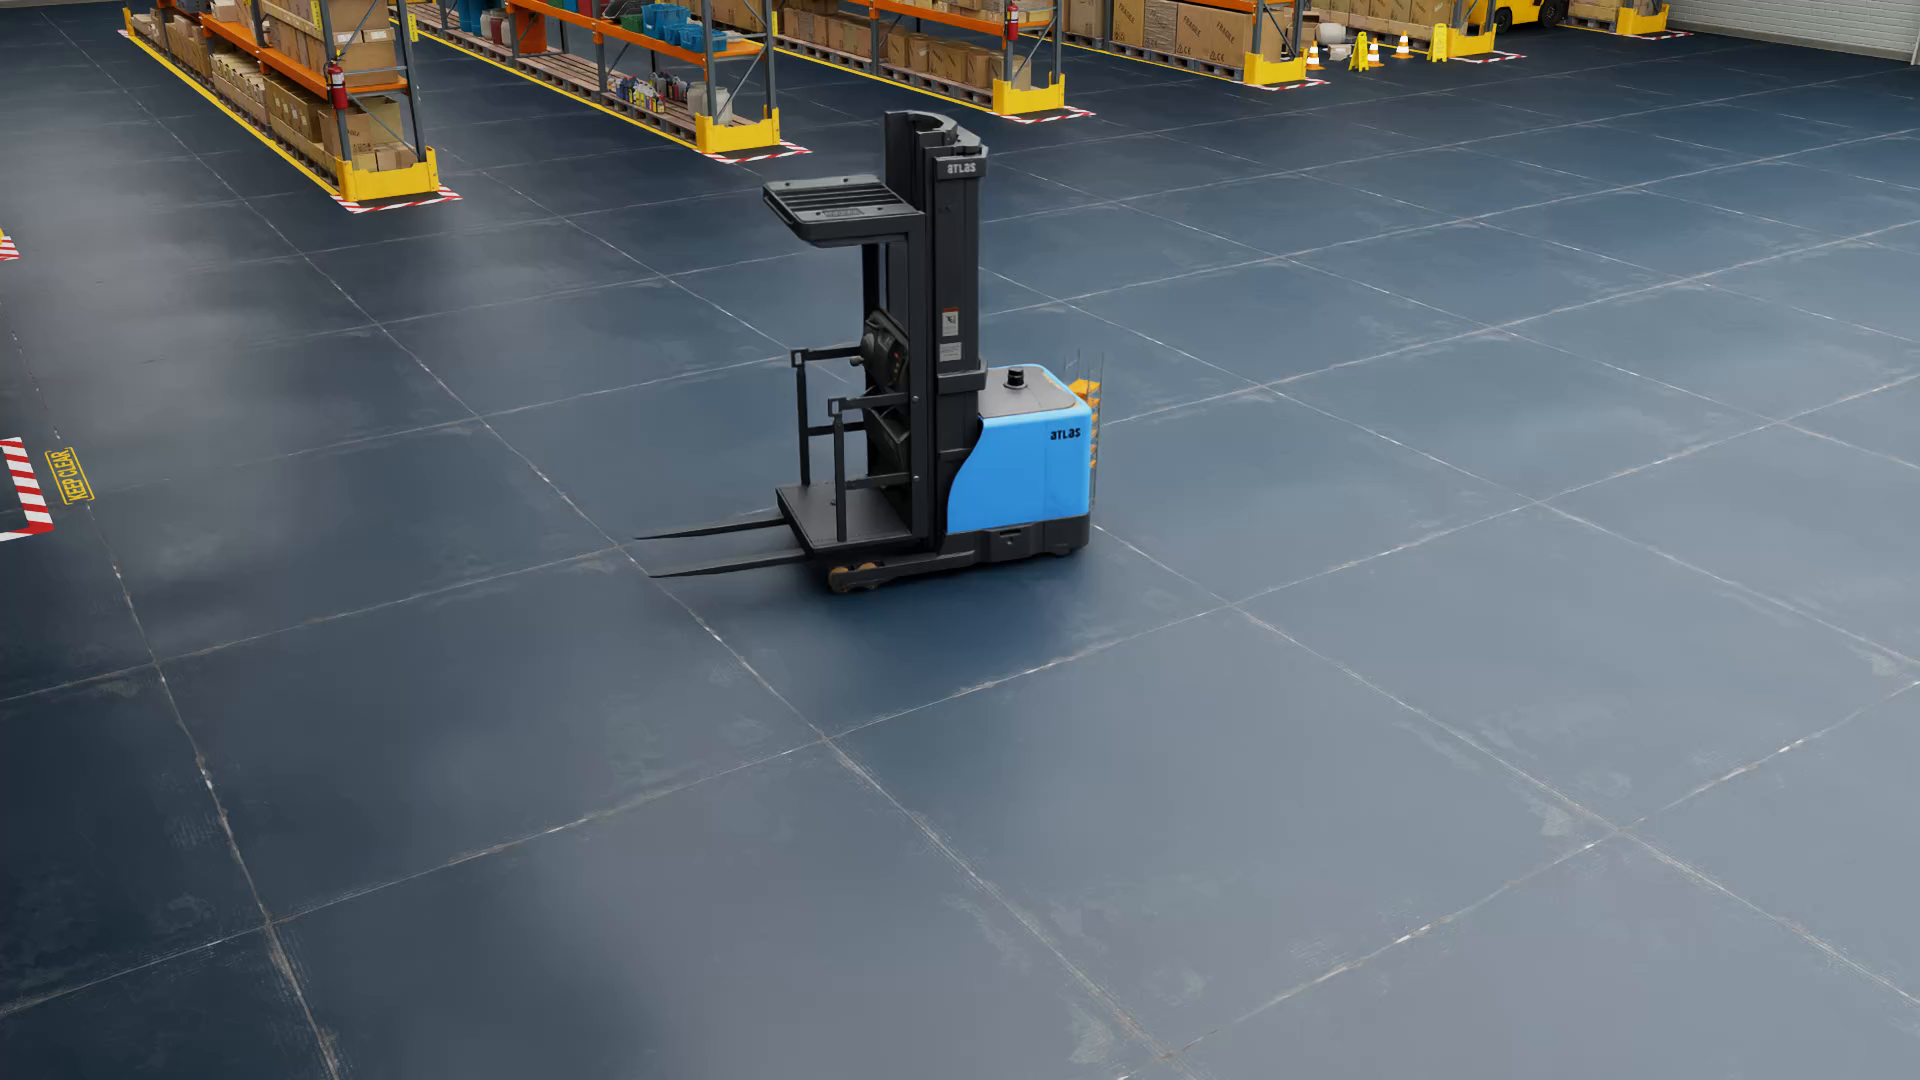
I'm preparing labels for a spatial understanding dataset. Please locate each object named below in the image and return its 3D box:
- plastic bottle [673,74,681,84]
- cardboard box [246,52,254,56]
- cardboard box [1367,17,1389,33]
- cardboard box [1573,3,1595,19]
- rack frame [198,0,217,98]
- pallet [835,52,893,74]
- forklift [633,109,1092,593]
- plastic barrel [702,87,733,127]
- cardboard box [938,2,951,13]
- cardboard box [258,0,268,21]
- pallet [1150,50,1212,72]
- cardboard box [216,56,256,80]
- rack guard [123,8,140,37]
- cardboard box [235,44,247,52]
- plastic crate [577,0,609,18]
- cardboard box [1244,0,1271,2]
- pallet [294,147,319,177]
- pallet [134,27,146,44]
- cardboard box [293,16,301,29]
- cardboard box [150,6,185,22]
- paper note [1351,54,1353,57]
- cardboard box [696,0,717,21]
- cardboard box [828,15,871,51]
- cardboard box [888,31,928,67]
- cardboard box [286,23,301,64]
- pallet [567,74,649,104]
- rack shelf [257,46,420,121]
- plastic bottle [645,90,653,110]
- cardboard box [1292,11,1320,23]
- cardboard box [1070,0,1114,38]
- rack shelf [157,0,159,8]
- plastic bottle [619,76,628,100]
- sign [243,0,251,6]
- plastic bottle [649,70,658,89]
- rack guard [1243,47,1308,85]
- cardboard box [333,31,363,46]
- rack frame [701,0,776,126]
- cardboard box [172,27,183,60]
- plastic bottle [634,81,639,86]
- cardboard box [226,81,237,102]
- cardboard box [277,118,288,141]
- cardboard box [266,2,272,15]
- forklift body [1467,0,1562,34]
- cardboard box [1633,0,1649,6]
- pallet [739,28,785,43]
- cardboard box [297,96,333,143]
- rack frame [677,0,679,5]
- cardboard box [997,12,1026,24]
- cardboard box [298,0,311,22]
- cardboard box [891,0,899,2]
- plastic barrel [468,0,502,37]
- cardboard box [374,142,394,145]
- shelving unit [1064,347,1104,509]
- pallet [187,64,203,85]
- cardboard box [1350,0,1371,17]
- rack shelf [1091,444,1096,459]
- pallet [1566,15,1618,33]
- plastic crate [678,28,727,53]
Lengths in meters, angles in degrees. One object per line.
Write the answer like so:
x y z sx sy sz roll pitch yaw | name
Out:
-4.347 -6.972 25.556 0.144 0.351 0.185 -16 29 -30 | plastic bottle
-11.065 -7.667 26.511 0.500 0.311 0.500 -15 29 -28 | cardboard box
8.182 -9.898 31.894 0.500 0.250 0.500 -17 30 -31 | cardboard box
12.787 -10.731 33.659 0.500 0.250 0.500 -16 29 -30 | cardboard box
-11.557 -8.596 26.409 1.000 3.000 0.127 -16 29 -30 | rack frame
-1.498 -8.490 29.450 1.003 0.211 1.213 -16 29 -30 | pallet
-0.677 -1.230 10.885 3.031 2.935 1.130 -8 26 -17 | forklift
-3.461 -6.171 23.692 0.421 0.512 0.421 0 25 0 | plastic barrel
-0.123 -8.495 26.487 0.380 0.149 0.250 -16 29 -30 | cardboard box
-10.067 -7.678 24.346 0.500 0.500 0.500 -13 28 -26 | cardboard box
4.159 -8.605 29.693 1.003 0.211 1.213 -16 29 -30 | pallet
-11.223 -7.355 25.851 0.500 0.311 0.500 -16 30 -31 | cardboard box
-15.883 -10.300 32.946 1.175 0.500 0.348 -16 29 -30 | rack guard
-11.566 -7.894 27.334 0.500 0.500 0.500 -14 29 -27 | cardboard box
-5.742 -8.450 26.023 0.402 0.464 0.583 -16 29 -30 | plastic crate
5.083 -9.352 27.833 0.875 0.550 0.550 -16 29 -30 | cardboard box
-8.304 -5.174 22.425 1.003 0.211 1.213 -16 29 -30 | pallet
-15.447 -9.885 32.404 1.003 0.211 1.213 -16 29 -30 | pallet
-8.407 -6.720 21.557 0.380 0.149 0.250 -16 30 -30 | cardboard box
-14.771 -9.768 31.299 0.797 0.503 0.637 -16 29 -30 | cardboard box
7.232 -8.883 30.494 0.142 0.019 0.148 18 31 33 | paper note
-4.584 -11.020 33.539 1.225 0.875 0.875 -17 30 -31 | cardboard box
-1.939 -9.141 29.975 0.700 0.500 0.500 -18 31 -34 | cardboard box
-0.887 -8.380 28.387 0.500 0.500 0.500 -17 30 -31 | cardboard box
-8.562 -6.686 22.245 0.700 0.500 0.500 -15 29 -29 | cardboard box
-5.682 -7.330 26.991 1.003 0.211 1.213 -16 29 -30 | pallet
-8.282 -6.125 22.016 1.077 0.370 4.000 -16 29 -30 | rack shelf
-4.598 -6.556 24.762 0.152 0.276 0.135 -16 30 -31 | plastic bottle
6.677 -9.953 32.207 0.500 0.500 0.500 3 25 6 | cardboard box
2.725 -9.966 31.454 1.050 0.750 0.750 -16 29 -30 | cardboard box
-14.832 -10.417 31.108 1.077 0.370 4.000 -16 29 -30 | rack shelf
-5.128 -6.934 25.475 0.144 0.351 0.185 -15 29 -28 | plastic bottle
-9.823 -7.524 22.872 0.100 0.325 0.005 -16 29 -30 | sign
-4.749 -7.123 25.875 0.144 0.351 0.185 -16 29 -30 | plastic bottle
5.336 -8.023 28.122 1.175 0.500 0.348 -16 29 -30 | rack guard
-7.558 -6.166 20.383 0.380 0.149 0.250 -16 30 -30 | cardboard box
-3.038 -6.888 22.790 1.000 3.000 0.127 -16 29 -30 | rack frame
-13.380 -8.678 28.994 0.500 0.500 0.500 -15 29 -29 | cardboard box
-4.948 -6.875 25.442 0.097 0.271 0.097 0 25 0 | plastic bottle
-10.953 -6.923 25.593 0.500 0.250 0.500 -16 30 -31 | cardboard box
-9.106 -5.696 22.993 0.500 0.250 0.500 -16 29 -30 | cardboard box
-9.252 -7.273 22.729 0.380 0.149 0.250 -15 29 -29 | cardboard box
11.008 -11.379 33.297 2.313 2.155 1.214 -16 29 -30 | forklift body
13.489 -10.899 33.429 0.500 0.250 0.500 -15 29 -29 | cardboard box
-3.622 -9.942 32.526 1.003 0.211 1.213 -16 29 -30 | pallet
-8.290 -5.497 21.694 0.500 0.500 0.500 -16 29 -30 | cardboard box
-5.439 -12.334 34.327 1.000 3.000 0.127 -16 29 -30 | rack frame
0.784 -7.983 25.402 0.380 0.149 0.250 -16 29 -30 | cardboard box
-8.030 -6.923 21.226 0.700 0.500 0.500 -15 29 -29 | cardboard box
-0.921 -9.037 27.636 0.380 0.149 0.250 -16 29 -30 | cardboard box
-8.919 -9.969 31.283 0.600 0.901 0.708 -16 29 -30 | plastic barrel
-7.572 -5.103 21.738 0.500 0.250 0.500 -16 29 -30 | cardboard box
0.862 -0.764 11.918 0.189 1.200 0.258 15 29 26 | shelving unit
-12.595 -8.047 28.512 1.003 0.211 1.213 -16 29 -30 | pallet
7.911 -10.420 32.121 0.500 0.500 0.500 -14 29 -27 | cardboard box
0.858 -0.616 11.991 0.180 0.103 0.258 15 29 26 | rack shelf
13.120 -10.513 33.734 1.003 0.211 1.213 -16 29 -30 | pallet
-3.562 -6.930 23.053 0.499 0.251 0.616 -16 29 -30 | plastic crate
